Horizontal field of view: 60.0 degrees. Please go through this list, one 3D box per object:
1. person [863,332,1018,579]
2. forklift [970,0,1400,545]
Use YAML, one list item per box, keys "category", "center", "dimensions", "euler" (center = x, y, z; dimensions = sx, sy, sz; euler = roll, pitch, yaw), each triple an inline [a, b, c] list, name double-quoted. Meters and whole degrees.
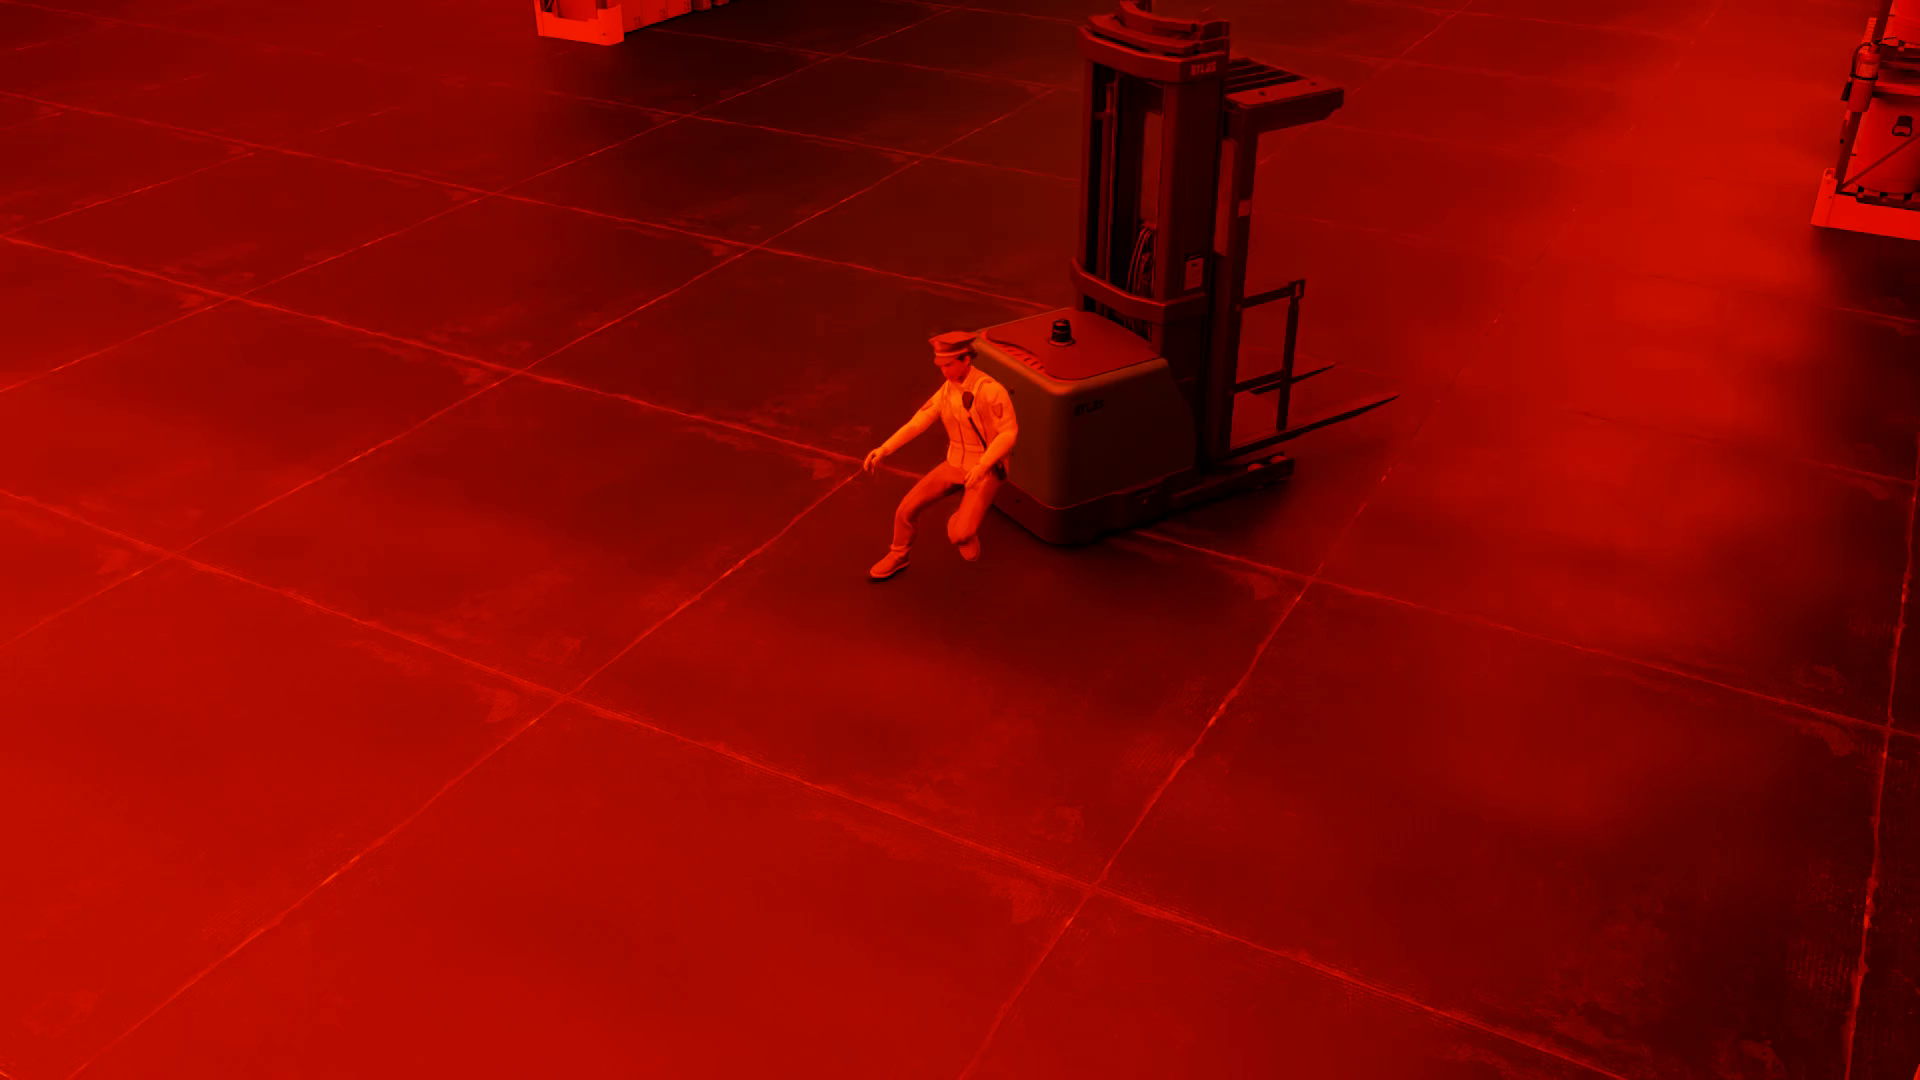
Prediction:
- category: "person"
  center: [-0.119, -0.383, 9.168]
  dimensions: [0.770, 1.486, 0.696]
  euler: [25, 38, 36]
- category: "forklift"
  center: [1.534, -1.792, 10.176]
  dimensions: [3.031, 2.935, 1.130]
  euler: [-18, 35, -28]
